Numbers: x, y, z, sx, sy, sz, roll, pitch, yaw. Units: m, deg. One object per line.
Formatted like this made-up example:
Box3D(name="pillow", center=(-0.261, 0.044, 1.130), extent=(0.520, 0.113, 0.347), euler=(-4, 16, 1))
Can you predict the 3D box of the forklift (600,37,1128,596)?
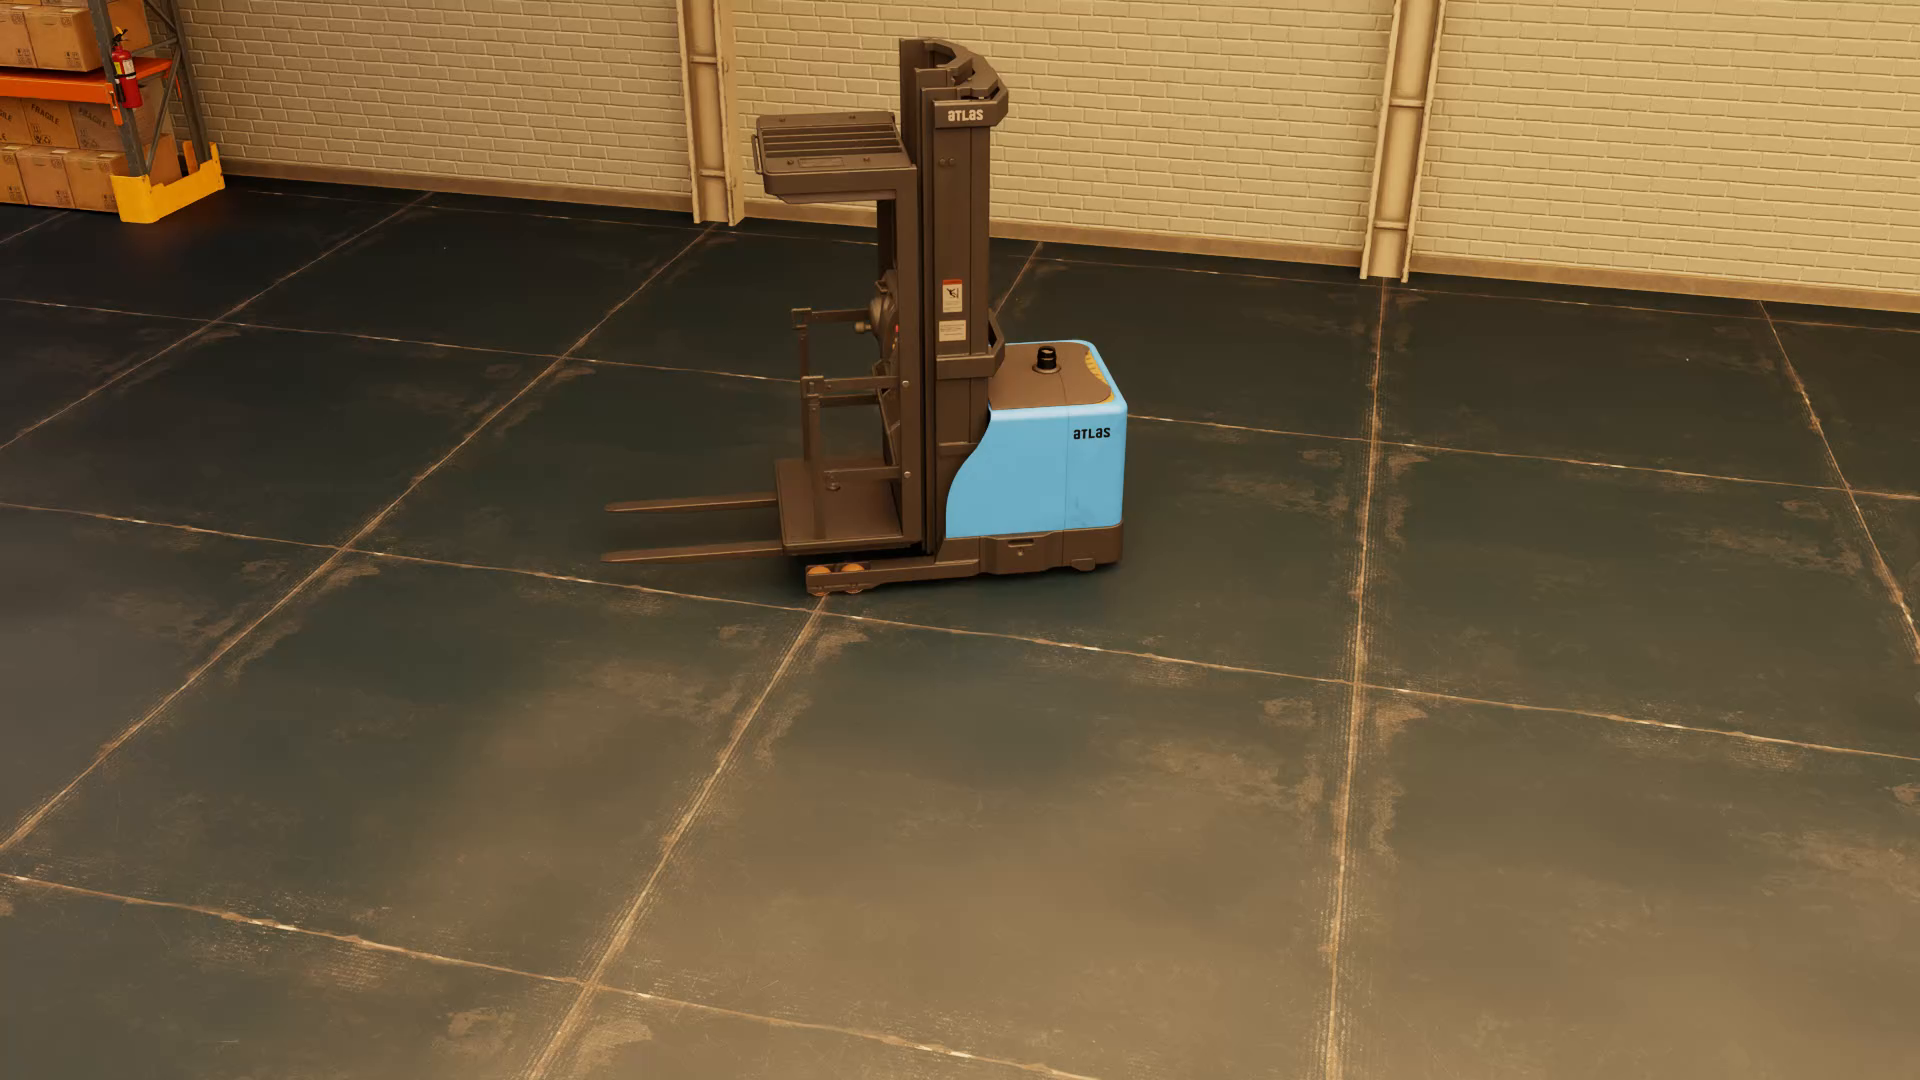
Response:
Box3D(name="forklift", center=(-0.602, -1.232, 9.345), extent=(3.031, 2.935, 1.130), euler=(-4, 30, -7))
